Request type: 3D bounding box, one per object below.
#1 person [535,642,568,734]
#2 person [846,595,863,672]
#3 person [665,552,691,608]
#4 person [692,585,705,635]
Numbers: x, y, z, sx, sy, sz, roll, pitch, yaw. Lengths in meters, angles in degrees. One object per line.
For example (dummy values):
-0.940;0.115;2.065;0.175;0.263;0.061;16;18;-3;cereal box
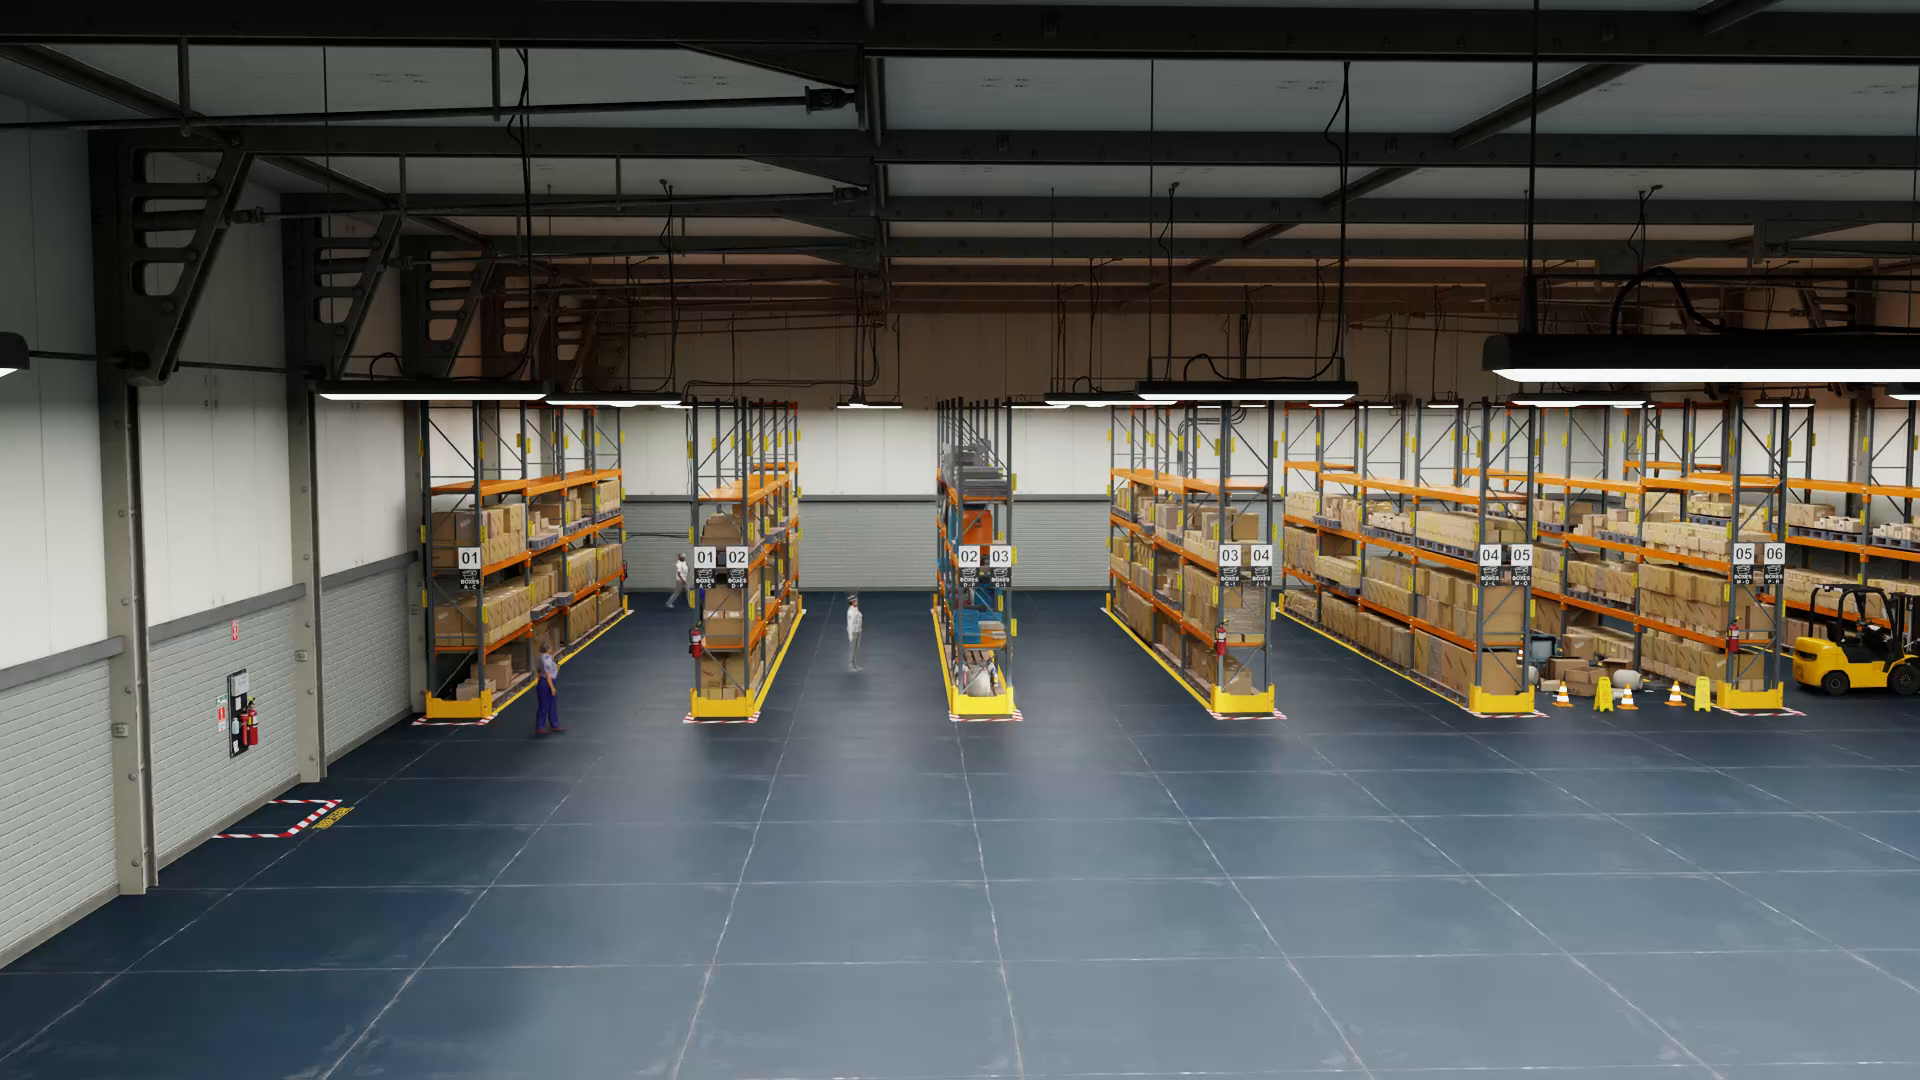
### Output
-7.294;2.624;29.629;0.568;1.647;0.502;-1;5;-12;person
-2.309;2.027;36.366;0.335;1.698;0.581;1;5;18;person
-8.079;1.173;48.290;0.969;1.631;0.531;0;4;-4;person
-6.594;1.644;42.388;0.409;1.611;0.928;0;4;3;person
